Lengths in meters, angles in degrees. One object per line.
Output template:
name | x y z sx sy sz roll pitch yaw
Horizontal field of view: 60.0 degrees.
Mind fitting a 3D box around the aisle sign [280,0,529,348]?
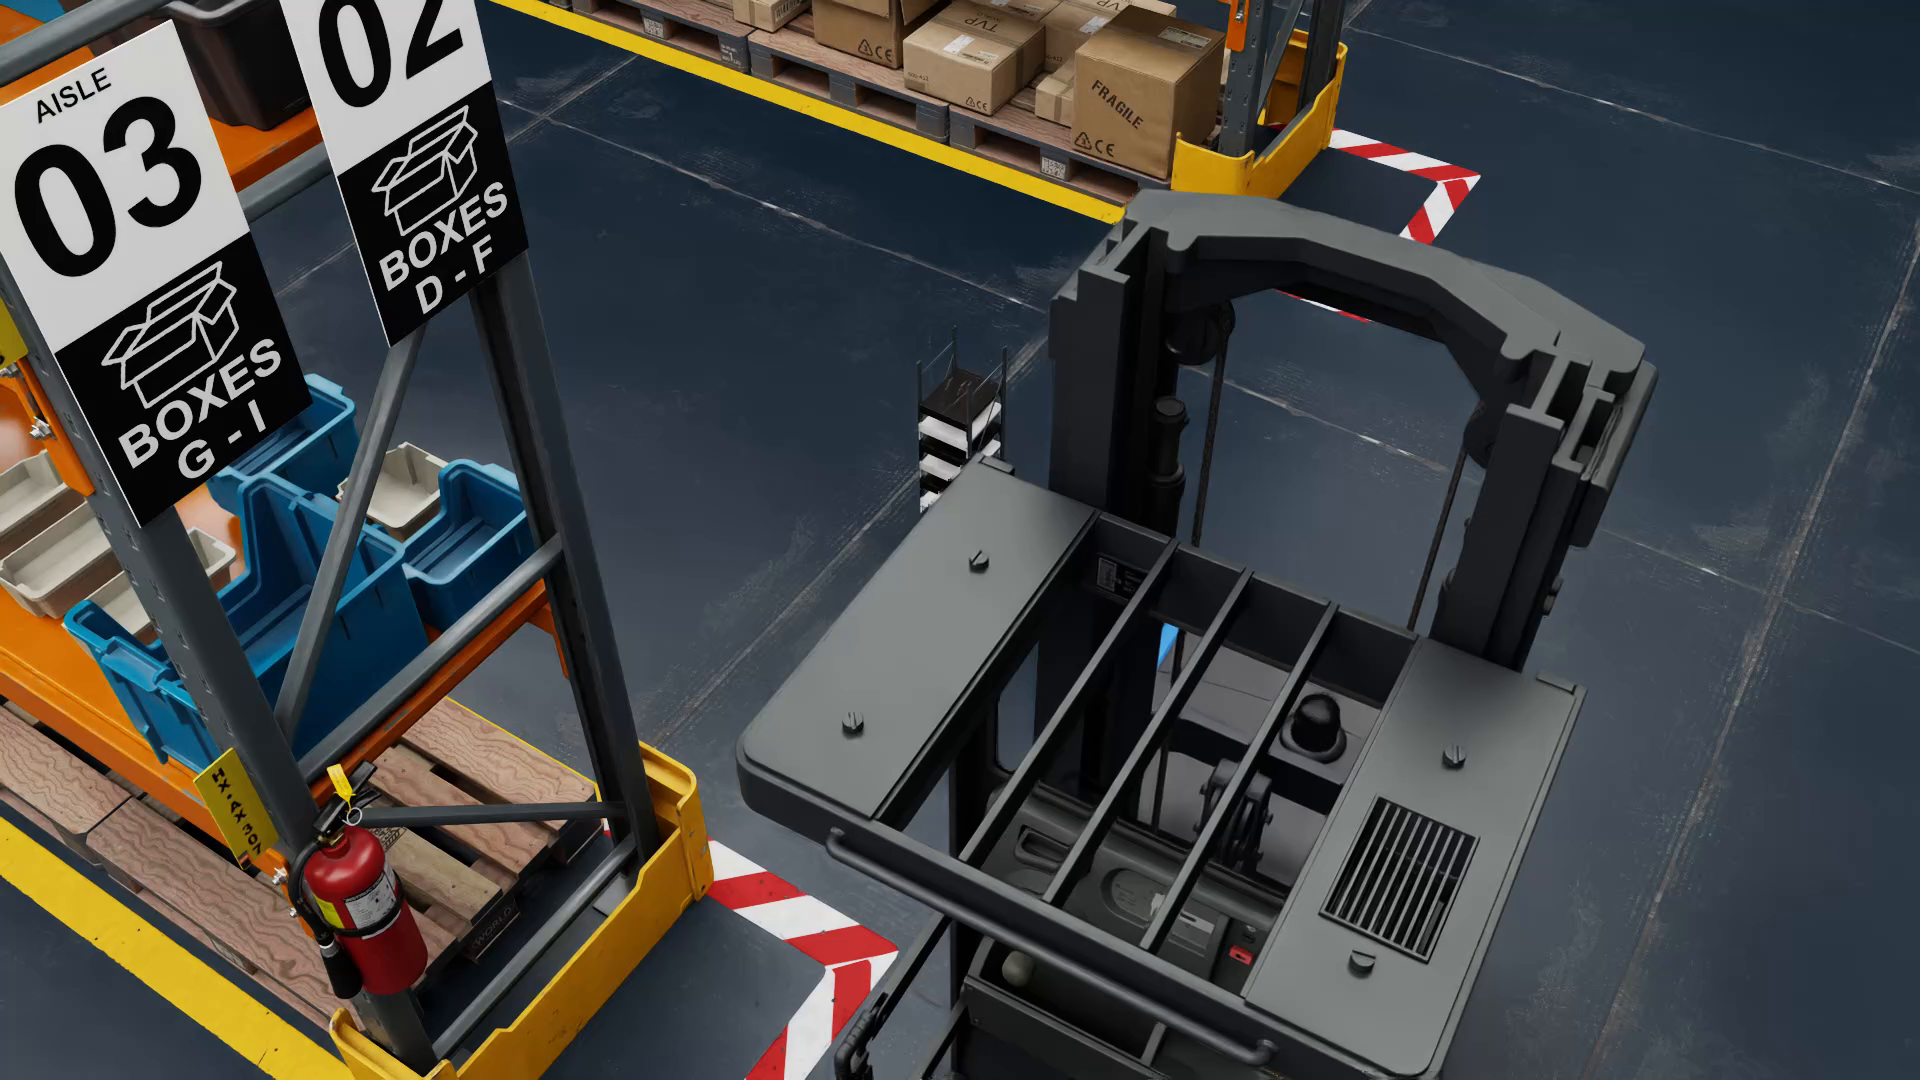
aisle sign | -1.012 -0.771 3.095 0.004 0.787 0.394 25 51 22

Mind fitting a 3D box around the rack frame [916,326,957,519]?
rack frame | -0.079 -0.350 5.962 0.006 0.900 0.240 25 51 22

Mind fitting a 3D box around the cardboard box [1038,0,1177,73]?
cardboard box | 0.719 -2.473 8.172 0.500 0.250 0.500 25 51 22

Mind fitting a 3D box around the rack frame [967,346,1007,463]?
rack frame | 0.092 -0.271 5.886 0.006 0.900 0.240 25 51 22

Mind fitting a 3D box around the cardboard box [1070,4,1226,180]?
cardboard box | 0.854 -2.046 7.583 0.500 0.500 0.500 25 51 22

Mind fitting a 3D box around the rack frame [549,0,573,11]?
rack frame | -1.923 -4.251 8.289 0.127 3.000 1.000 25 51 22

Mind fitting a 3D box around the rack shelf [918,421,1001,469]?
rack shelf | 0.007 -0.350 5.884 0.200 0.077 0.258 25 51 22

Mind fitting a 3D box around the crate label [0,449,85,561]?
crate label | -2.501 -0.063 4.361 0.243 0.136 0.396 25 51 22

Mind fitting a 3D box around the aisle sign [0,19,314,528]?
aisle sign | -1.331 -0.415 2.749 0.004 0.787 0.394 25 51 22

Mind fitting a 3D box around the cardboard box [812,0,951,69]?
cardboard box | -0.339 -2.810 8.323 0.637 0.503 0.797 25 51 22

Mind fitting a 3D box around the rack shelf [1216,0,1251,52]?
rack shelf | -0.239 -3.226 7.795 4.000 0.370 1.077 25 51 22

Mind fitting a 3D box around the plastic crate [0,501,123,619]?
plastic crate | -2.253 0.030 4.271 0.243 0.136 0.396 25 51 22

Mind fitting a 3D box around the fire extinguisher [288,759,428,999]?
fire extinguisher | -1.351 0.776 3.718 0.183 0.674 0.296 25 51 22

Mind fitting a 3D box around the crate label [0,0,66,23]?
crate label | -1.835 -1.259 3.394 0.502 0.251 0.408 25 51 22

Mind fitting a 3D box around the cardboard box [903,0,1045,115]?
cardboard box | 0.070 -2.345 8.048 0.500 0.250 0.500 25 51 22

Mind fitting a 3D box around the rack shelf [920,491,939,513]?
rack shelf | 0.007 -0.162 6.077 0.200 0.077 0.258 25 51 22

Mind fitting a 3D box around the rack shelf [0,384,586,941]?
rack shelf | -2.917 -0.237 4.890 4.000 0.370 1.077 25 51 22

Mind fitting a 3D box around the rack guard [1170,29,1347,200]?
rack guard | 1.380 -1.860 7.709 0.348 0.500 1.175 25 51 22

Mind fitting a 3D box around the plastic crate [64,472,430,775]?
plastic crate | -1.616 0.237 3.862 0.499 0.435 0.616 25 51 22

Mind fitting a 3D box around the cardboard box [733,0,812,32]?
cardboard box | -0.953 -2.795 8.543 0.250 0.166 0.380 25 51 22

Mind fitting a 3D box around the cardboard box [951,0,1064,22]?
cardboard box | 0.298 -2.666 8.360 0.500 0.250 0.500 25 51 22

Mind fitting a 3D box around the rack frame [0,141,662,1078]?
rack frame | -1.233 0.287 3.880 0.127 3.000 1.000 25 51 22

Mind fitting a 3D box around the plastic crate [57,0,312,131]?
plastic crate | -1.407 -1.030 3.159 0.590 0.269 0.497 25 51 22

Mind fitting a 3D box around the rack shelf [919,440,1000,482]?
rack shelf | 0.007 -0.287 5.948 0.200 0.077 0.258 25 51 22

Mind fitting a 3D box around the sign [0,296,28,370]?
sign | -1.516 -0.384 2.513 0.005 0.325 0.100 25 51 22

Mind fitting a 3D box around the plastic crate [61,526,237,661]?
plastic crate | -2.017 0.151 4.153 0.243 0.136 0.396 25 51 22

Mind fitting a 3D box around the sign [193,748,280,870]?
sign | -1.516 0.568 3.493 0.005 0.325 0.100 25 51 22

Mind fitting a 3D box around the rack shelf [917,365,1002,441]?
rack shelf | 0.007 -0.475 5.754 0.200 0.077 0.258 25 51 22

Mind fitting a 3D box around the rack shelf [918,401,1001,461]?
rack shelf | 0.007 -0.413 5.819 0.200 0.077 0.258 25 51 22

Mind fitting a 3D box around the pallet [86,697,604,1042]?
pallet | -1.906 0.916 5.213 1.213 0.211 1.003 25 51 22

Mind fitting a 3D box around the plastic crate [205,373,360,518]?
plastic crate | -1.817 -0.225 4.452 0.300 0.233 0.416 25 51 22

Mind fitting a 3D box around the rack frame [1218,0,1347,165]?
rack frame | 1.444 -2.702 6.784 0.127 3.000 1.000 25 51 22

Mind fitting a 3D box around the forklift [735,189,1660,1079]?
forklift | 0.345 0.942 3.291 1.130 2.935 3.031 22 50 20

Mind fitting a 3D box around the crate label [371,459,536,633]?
crate label | -1.263 0.030 4.204 0.303 0.233 0.416 25 51 22

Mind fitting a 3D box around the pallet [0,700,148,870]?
pallet | -2.929 0.443 5.672 1.213 0.211 1.003 25 51 22

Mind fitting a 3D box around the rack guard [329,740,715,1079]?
rack guard | -1.206 1.159 4.775 0.348 0.500 1.175 25 51 22

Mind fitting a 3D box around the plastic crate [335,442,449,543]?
plastic crate | -1.488 -0.111 4.408 0.298 0.136 0.250 25 51 22

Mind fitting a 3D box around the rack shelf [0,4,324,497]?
rack shelf | -2.917 -1.282 3.815 4.000 0.370 1.077 25 51 22

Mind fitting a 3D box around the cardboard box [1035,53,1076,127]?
cardboard box | 0.561 -2.141 7.908 0.250 0.166 0.380 25 51 22

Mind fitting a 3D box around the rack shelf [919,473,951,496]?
rack shelf | 0.007 -0.225 6.013 0.200 0.077 0.258 25 51 22

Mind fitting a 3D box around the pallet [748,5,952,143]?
pallet | -0.314 -2.541 8.572 1.213 0.211 1.003 25 51 22

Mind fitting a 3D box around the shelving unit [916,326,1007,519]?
shelving unit | 0.007 -0.310 5.924 0.210 0.900 0.258 25 51 22

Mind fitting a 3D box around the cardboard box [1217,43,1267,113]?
cardboard box | 1.277 -2.231 8.008 0.250 0.149 0.380 25 51 22

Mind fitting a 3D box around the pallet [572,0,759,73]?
pallet | -1.345 -3.012 9.030 1.213 0.211 1.003 25 51 22

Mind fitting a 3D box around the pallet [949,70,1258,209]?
pallet | 0.709 -2.068 8.112 1.213 0.211 1.003 25 51 22
